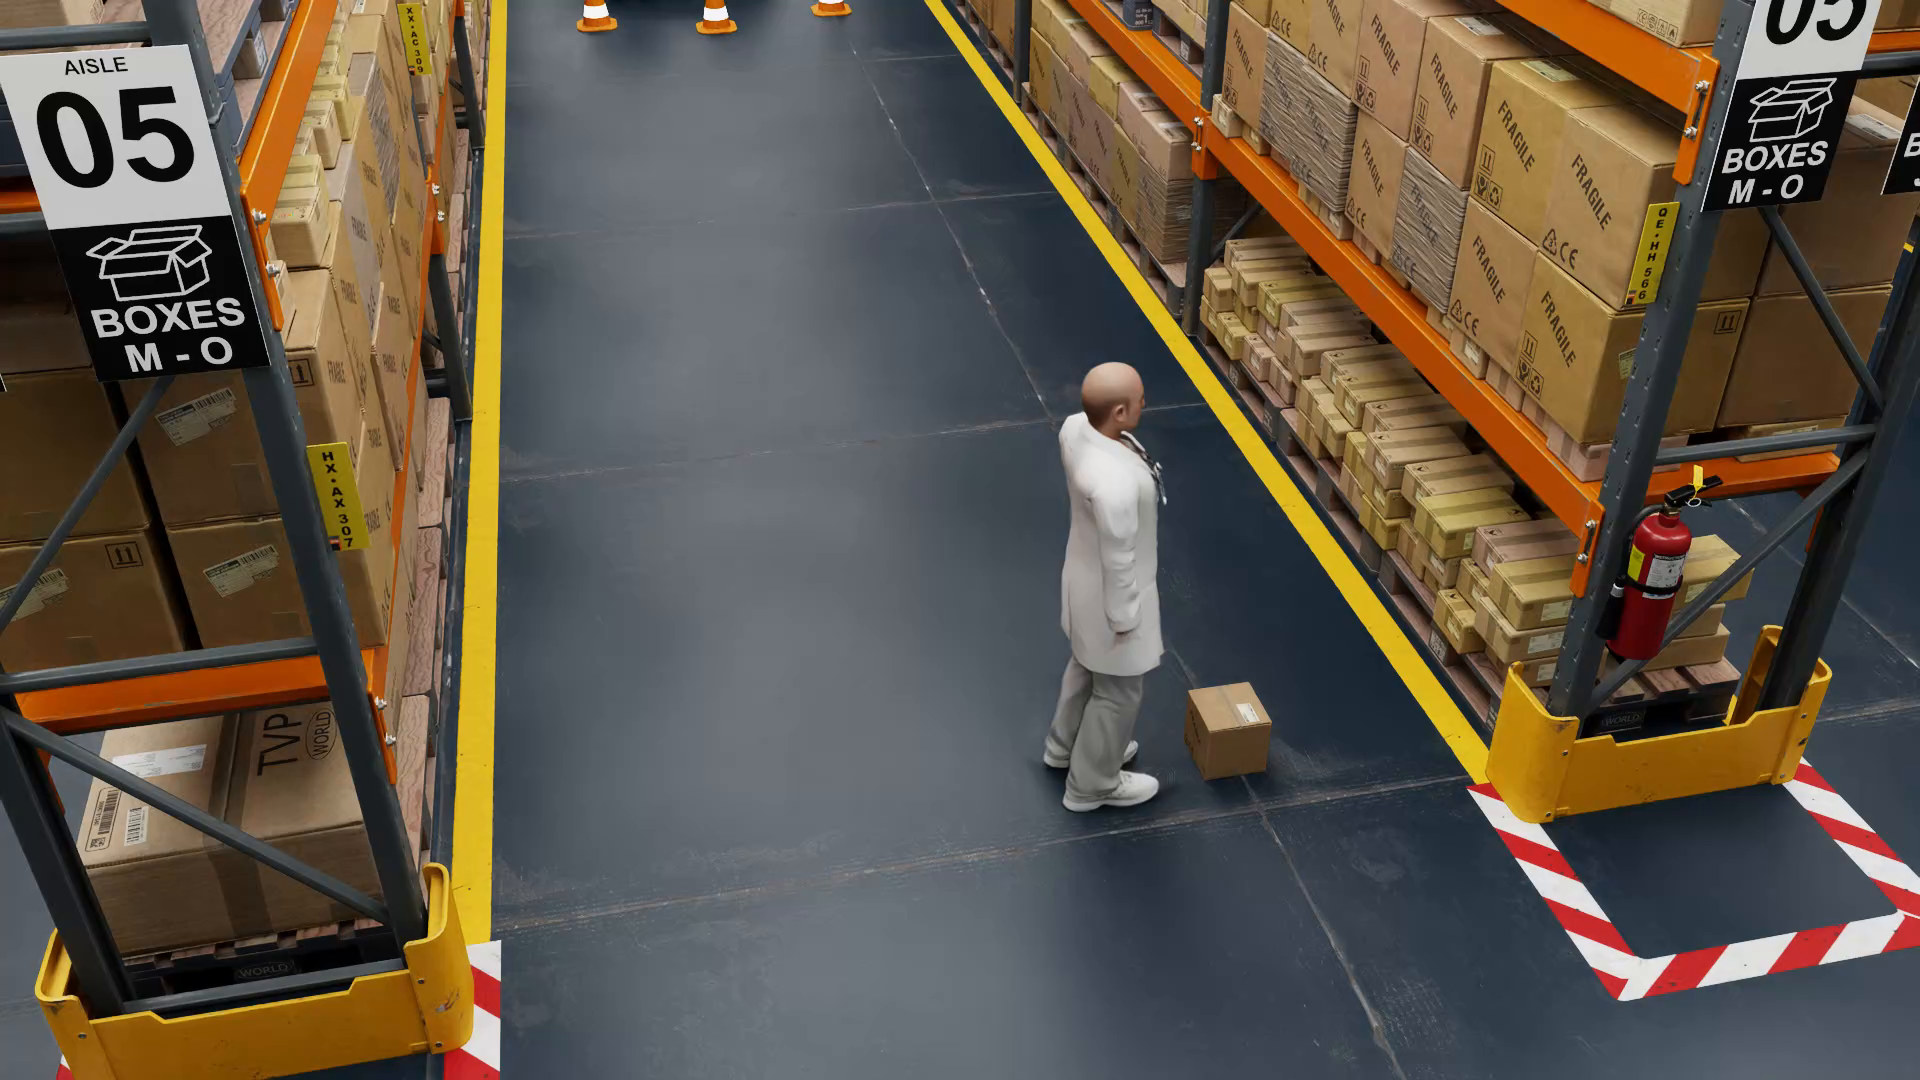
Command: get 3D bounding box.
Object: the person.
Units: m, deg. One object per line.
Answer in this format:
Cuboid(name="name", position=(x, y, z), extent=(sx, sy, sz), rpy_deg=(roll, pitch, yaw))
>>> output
Cuboid(name="person", position=(4.851, -3.934, 12.015), extent=(11.766, 1.777, 13.256), rpy_deg=(-6, 34, -9))
